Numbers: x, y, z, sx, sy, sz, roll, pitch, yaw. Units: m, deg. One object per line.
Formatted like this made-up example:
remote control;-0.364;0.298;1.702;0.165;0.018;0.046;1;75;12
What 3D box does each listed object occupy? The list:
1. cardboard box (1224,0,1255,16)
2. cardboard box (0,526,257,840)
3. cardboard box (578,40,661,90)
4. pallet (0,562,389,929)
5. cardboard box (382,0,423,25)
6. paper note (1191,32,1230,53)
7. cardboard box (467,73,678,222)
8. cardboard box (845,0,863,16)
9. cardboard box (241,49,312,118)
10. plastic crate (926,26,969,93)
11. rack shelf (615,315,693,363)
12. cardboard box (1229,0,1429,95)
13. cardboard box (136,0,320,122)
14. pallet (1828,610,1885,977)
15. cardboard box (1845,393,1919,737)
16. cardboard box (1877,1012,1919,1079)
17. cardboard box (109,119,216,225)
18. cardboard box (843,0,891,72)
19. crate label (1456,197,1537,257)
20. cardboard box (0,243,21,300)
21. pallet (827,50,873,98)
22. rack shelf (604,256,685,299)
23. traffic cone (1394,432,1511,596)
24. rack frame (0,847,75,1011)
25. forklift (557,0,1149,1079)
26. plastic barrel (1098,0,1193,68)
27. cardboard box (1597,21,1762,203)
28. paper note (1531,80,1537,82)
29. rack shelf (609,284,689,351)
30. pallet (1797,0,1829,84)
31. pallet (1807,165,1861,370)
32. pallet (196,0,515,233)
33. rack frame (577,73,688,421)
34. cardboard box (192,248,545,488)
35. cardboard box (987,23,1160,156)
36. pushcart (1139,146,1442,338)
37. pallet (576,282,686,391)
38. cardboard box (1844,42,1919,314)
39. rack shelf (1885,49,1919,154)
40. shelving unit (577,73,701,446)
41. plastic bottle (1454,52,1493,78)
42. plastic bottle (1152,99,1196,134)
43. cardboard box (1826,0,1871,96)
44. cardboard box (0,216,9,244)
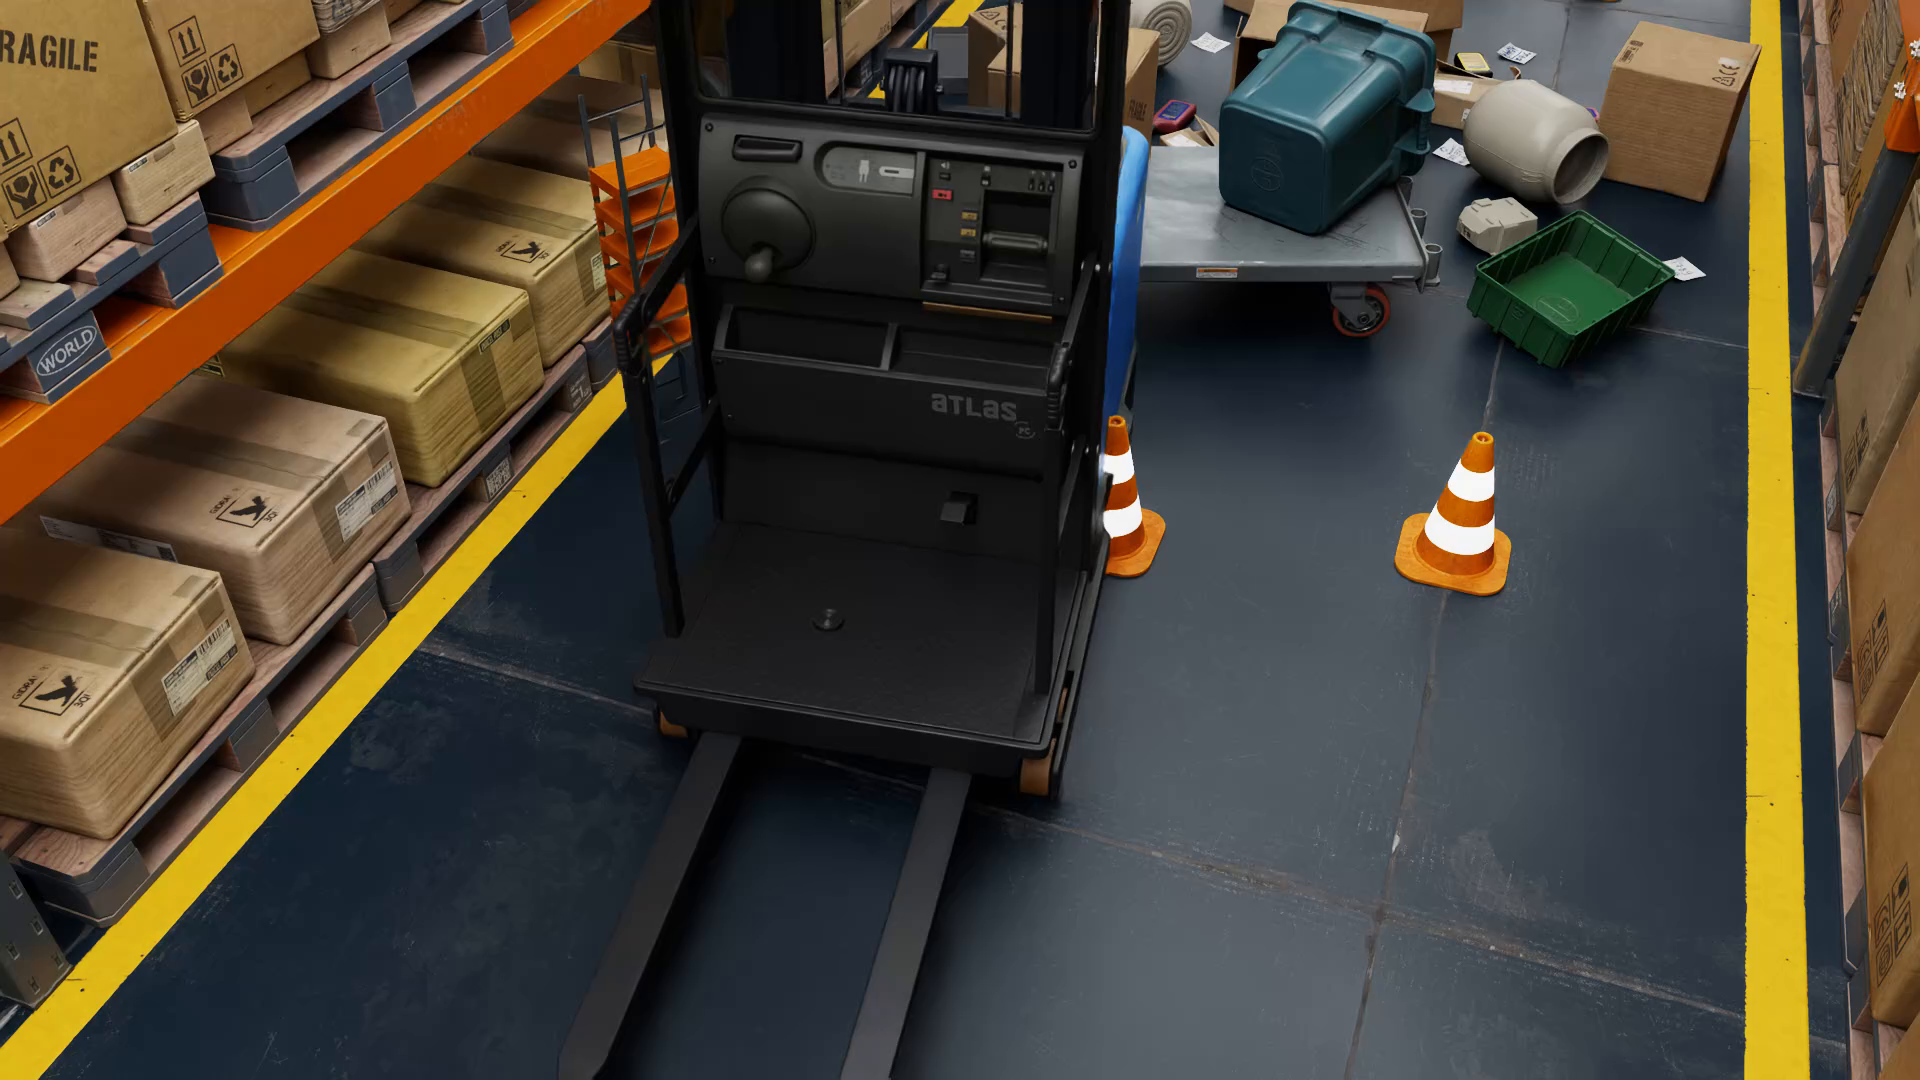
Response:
cardboard box;1.548;-2.721;8.325;0.250;0.149;0.380;-29;48;-29
cardboard box;-2.435;0.324;4.261;0.950;0.372;0.625;11;42;12
cardboard box;-1.320;-2.148;7.251;0.500;0.250;0.500;15;43;17
pallet;-2.369;0.411;4.606;1.003;0.211;1.213;13;42;15
cardboard box;-1.735;-1.546;4.621;0.380;0.149;0.250;12;42;14
paper note;1.214;-2.416;8.067;0.148;0.019;0.142;29;48;29
cardboard box;-1.447;-1.453;6.343;0.950;0.372;0.625;14;42;16
cardboard box;-0.642;-2.642;7.252;0.500;0.500;0.500;15;43;17
cardboard box;-1.904;-1.225;4.245;0.380;0.149;0.250;15;43;17
plastic crate;0.038;-2.278;7.859;0.402;0.080;0.583;0;40;0
rack shelf;-0.989;-0.654;5.531;0.258;0.103;0.180;-29;48;-29
cardboard box;1.565;-1.950;7.043;0.797;0.637;0.503;13;42;15
cardboard box;-1.919;-1.353;3.895;0.500;0.500;0.500;14;42;16
pallet;2.808;0.718;4.246;1.003;0.211;1.213;13;42;15
cardboard box;2.955;0.106;4.225;1.050;0.750;0.750;13;42;15
cardboard box;2.341;1.208;2.933;1.050;0.750;0.750;13;42;14
cardboard box;-1.973;-0.880;3.840;0.380;0.149;0.250;14;42;15
cardboard box;-0.642;-2.355;7.495;0.500;0.250;0.500;16;43;18
crate label;2.139;-1.251;6.611;0.298;0.136;0.250;-13;42;-15
cardboard box;-2.223;-0.560;3.465;0.380;0.149;0.250;11;42;12
pallet;-1.073;-1.970;7.397;1.003;0.211;1.213;13;42;15
rack shelf;-0.989;-0.837;5.375;0.258;0.103;0.180;-29;48;-29
traffic cone;1.539;-0.129;5.044;0.336;0.463;0.334;13;42;15
rack frame;-2.638;-0.174;3.143;1.000;3.000;0.127;13;42;15
forklift;-0.217;-0.700;3.812;1.130;2.935;3.031;8;41;9
plastic barrel;0.814;-2.477;7.828;0.421;0.421;0.512;-21;45;-22
cardboard box;2.983;-1.801;6.974;0.500;0.500;0.500;21;45;22
paper note;2.632;-2.116;7.722;0.123;0.001;0.032;-29;48;-29
rack shelf;-0.989;-0.746;5.453;0.258;0.103;0.180;-29;48;-29
pallet;4.584;-2.450;7.960;1.003;0.211;1.213;13;42;15
pallet;3.750;-0.962;6.215;1.003;0.211;1.213;13;42;15
pallet;-1.999;-1.317;4.631;1.003;0.211;1.213;13;42;15
rack frame;-1.048;-0.916;5.399;0.240;1.200;0.006;-29;48;-29
cardboard box;-1.926;-0.589;5.331;0.950;0.372;0.625;15;43;17
cardboard box;0.413;-1.574;6.126;0.500;0.500;0.500;13;42;15
pushcart;0.890;-1.140;6.296;1.648;0.377;0.936;0;40;0
pallet;-1.535;-1.078;6.350;1.003;0.211;1.213;13;42;15
cardboard box;3.697;-1.296;5.772;0.875;0.875;0.875;14;42;16
rack shelf;2.733;-0.083;3.591;1.077;0.370;4.000;13;42;15
shelving unit;-0.989;-0.871;5.346;0.258;1.200;0.189;-29;48;-29
plastic bottle;2.408;-2.193;7.773;0.133;0.061;0.283;0;40;0
plastic bottle;0.934;-1.867;7.391;0.133;0.061;0.283;21;45;22
cardboard box;4.316;-2.402;7.068;0.875;0.875;0.875;13;42;14
cardboard box;-2.266;-0.708;3.139;0.500;0.500;0.500;12;42;14
